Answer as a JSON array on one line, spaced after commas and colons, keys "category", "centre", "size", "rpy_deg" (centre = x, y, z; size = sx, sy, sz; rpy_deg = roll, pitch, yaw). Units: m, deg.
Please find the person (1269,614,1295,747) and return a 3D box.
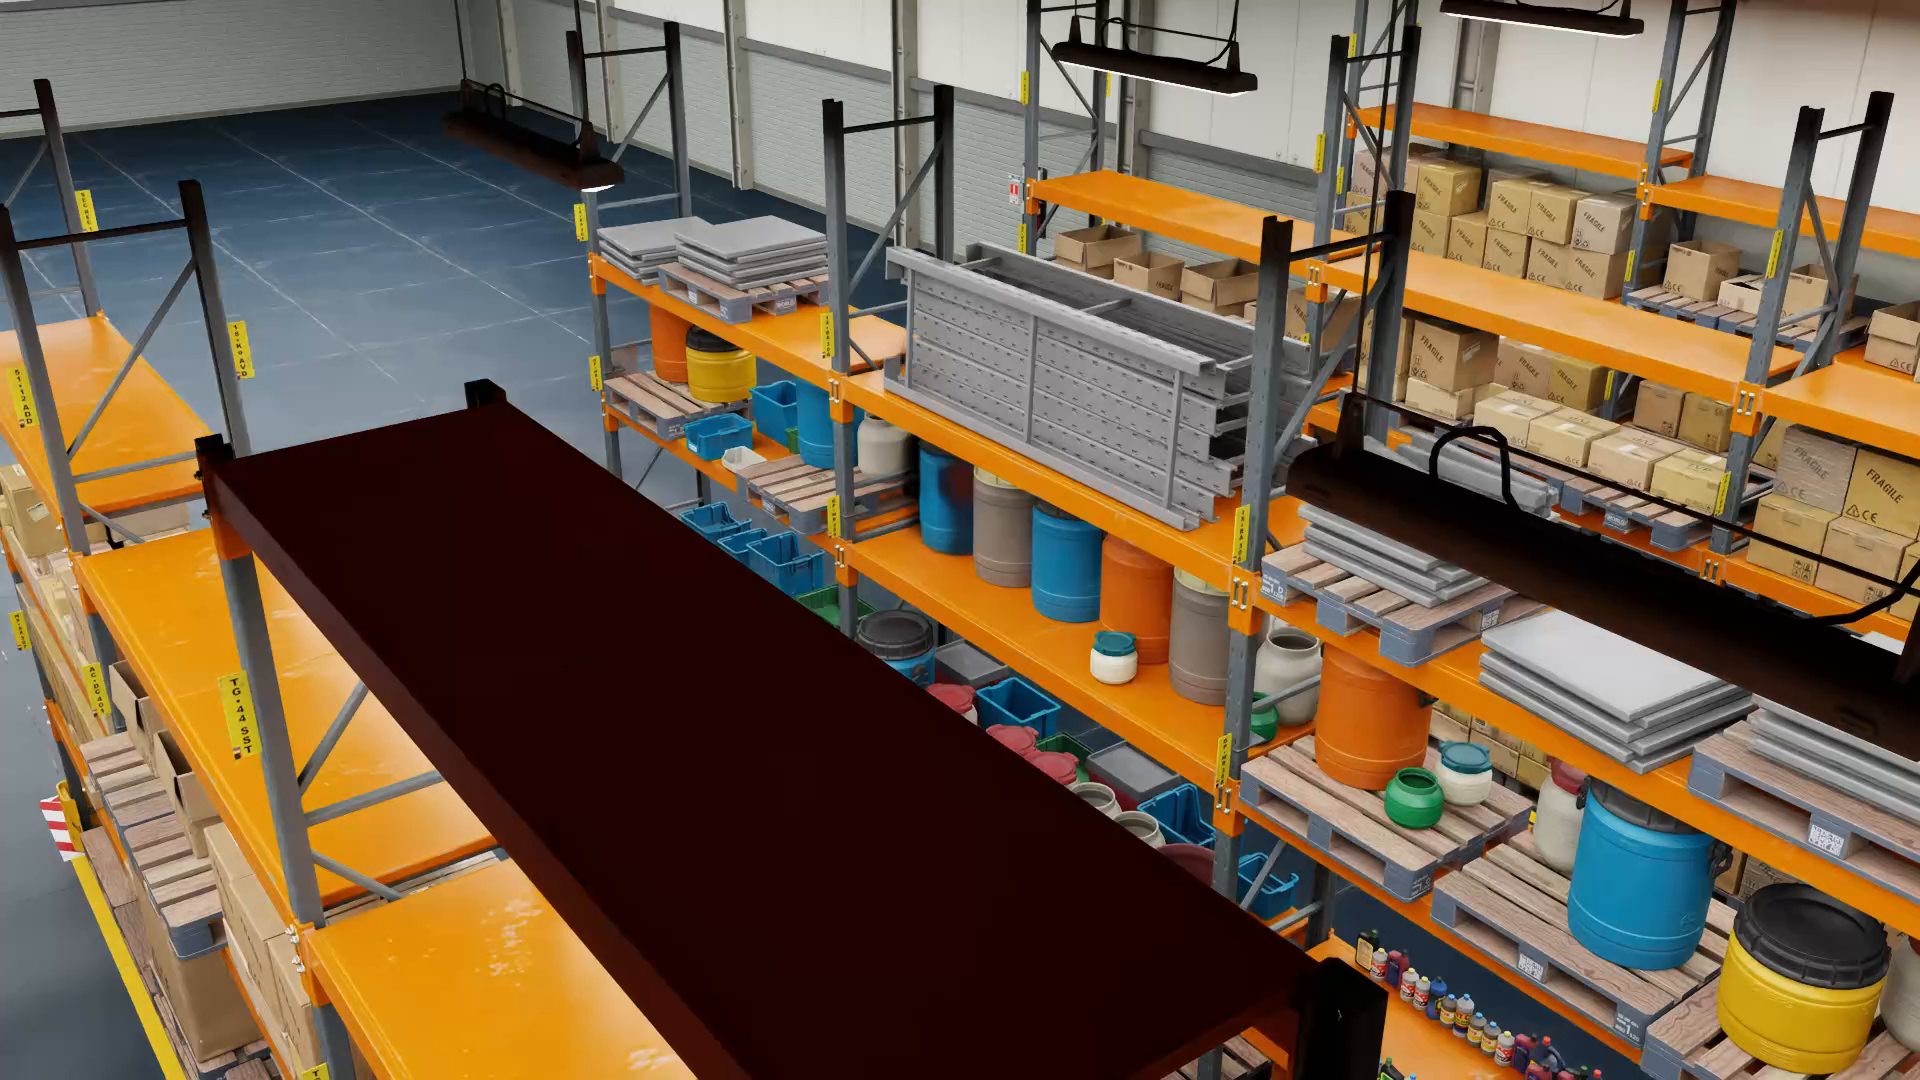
[{"category": "person", "centre": [2.777, 1.046, 14.555], "size": [0.609, 1.788, 0.505], "rpy_deg": [16, 29, 31]}]
